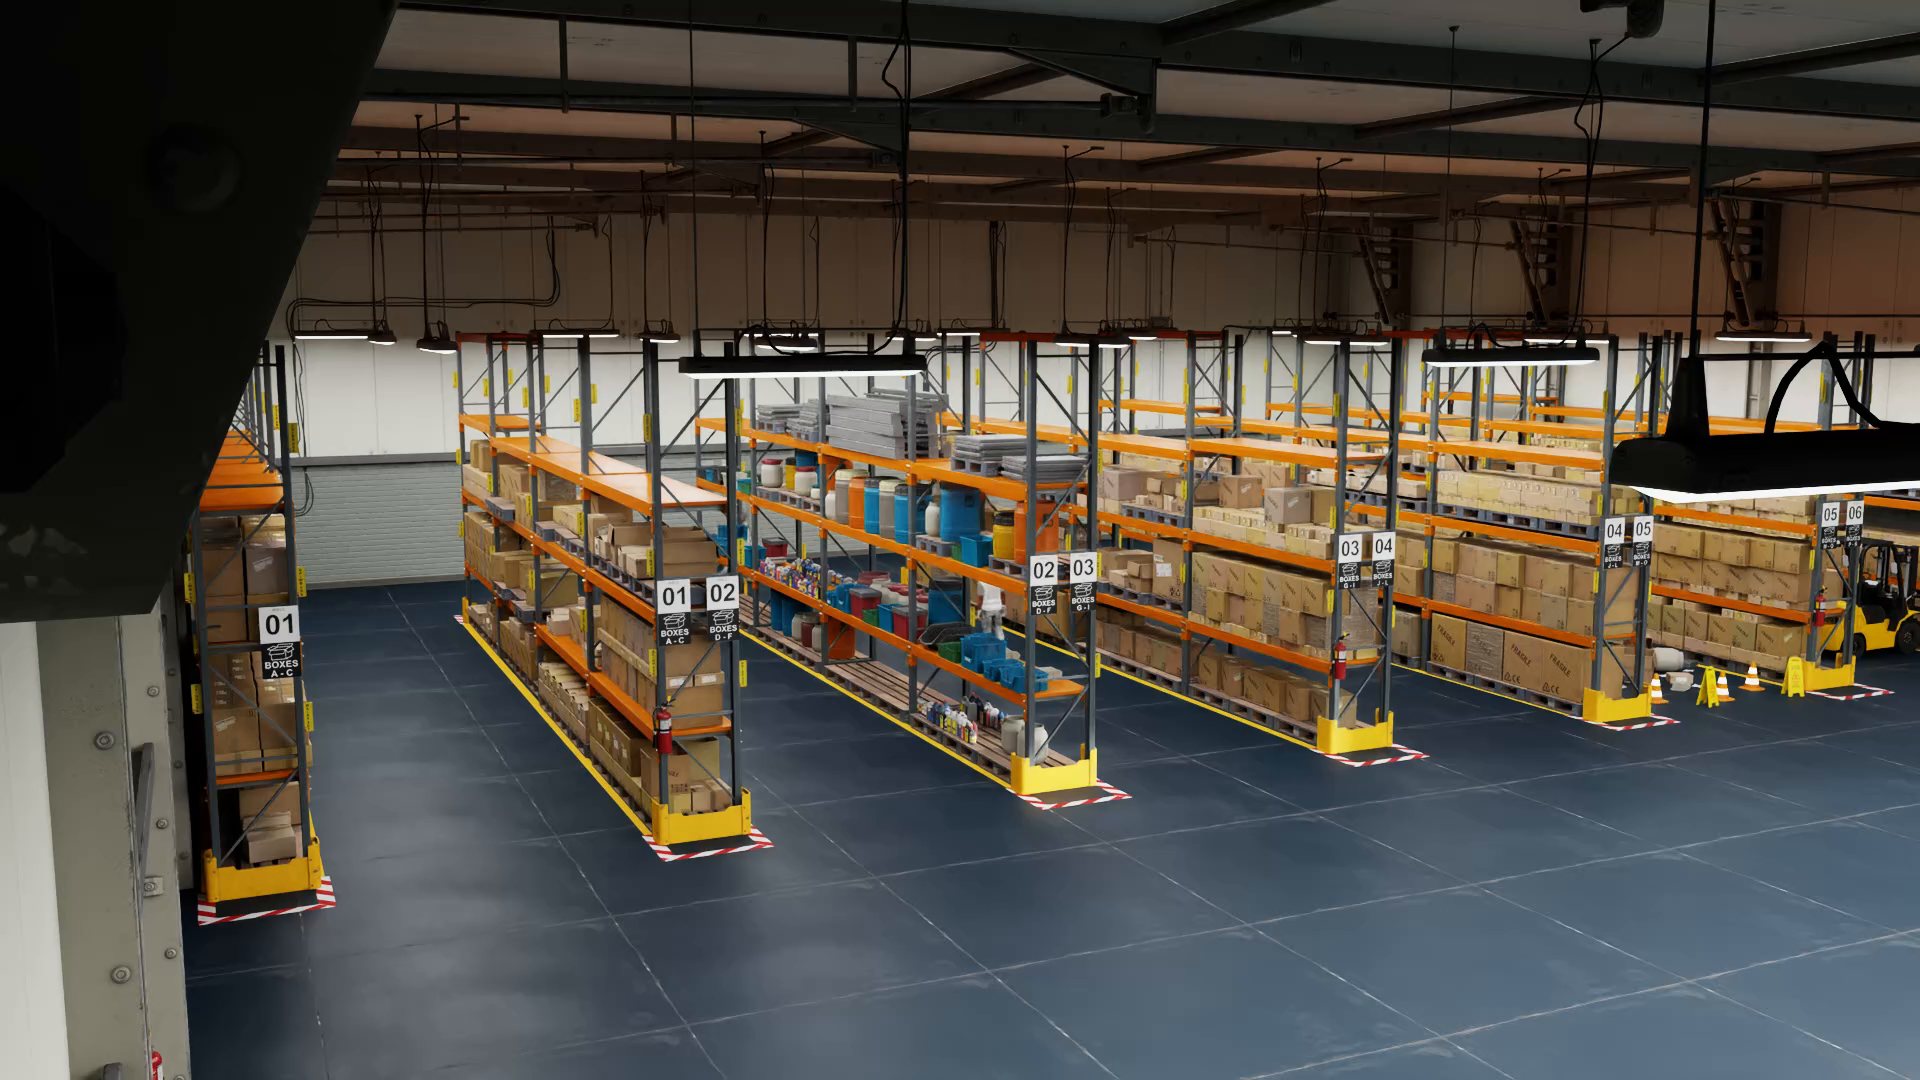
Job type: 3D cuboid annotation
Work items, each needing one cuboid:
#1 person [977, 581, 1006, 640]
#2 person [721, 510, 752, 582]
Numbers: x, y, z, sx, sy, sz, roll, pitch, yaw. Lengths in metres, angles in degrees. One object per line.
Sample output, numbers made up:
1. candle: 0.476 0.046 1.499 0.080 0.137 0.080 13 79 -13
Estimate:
1. person: 0.612 1.302 30.797 0.601 1.781 0.500 -4 9 -29
2. person: -5.215 0.128 39.547 0.946 1.725 0.515 0 8 -3
